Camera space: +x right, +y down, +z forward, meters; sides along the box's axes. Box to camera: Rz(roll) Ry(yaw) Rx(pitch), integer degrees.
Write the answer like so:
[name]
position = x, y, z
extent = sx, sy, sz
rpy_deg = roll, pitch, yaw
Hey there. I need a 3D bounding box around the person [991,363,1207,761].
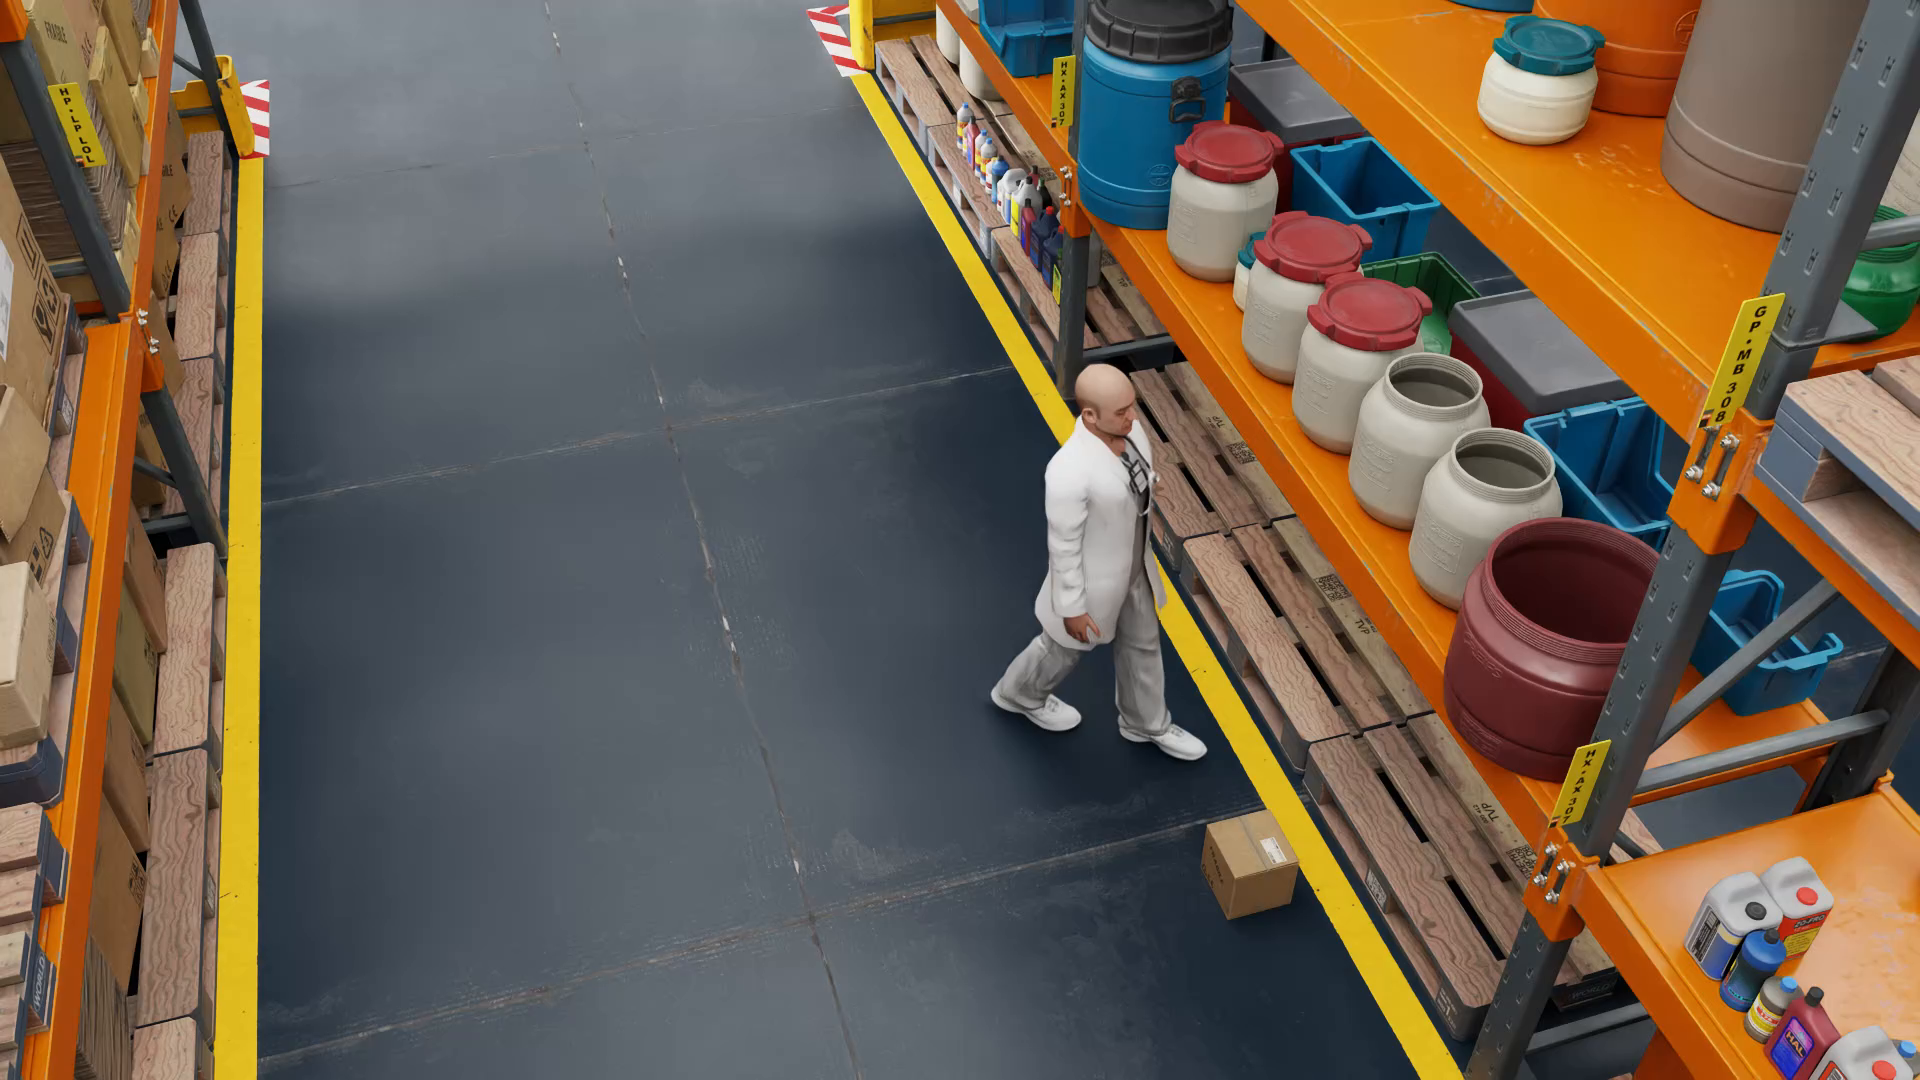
[person]
position = 0.540, 0.115, 6.036
extent = 0.870, 1.765, 0.607
rpy_deg = 24, 47, 24
